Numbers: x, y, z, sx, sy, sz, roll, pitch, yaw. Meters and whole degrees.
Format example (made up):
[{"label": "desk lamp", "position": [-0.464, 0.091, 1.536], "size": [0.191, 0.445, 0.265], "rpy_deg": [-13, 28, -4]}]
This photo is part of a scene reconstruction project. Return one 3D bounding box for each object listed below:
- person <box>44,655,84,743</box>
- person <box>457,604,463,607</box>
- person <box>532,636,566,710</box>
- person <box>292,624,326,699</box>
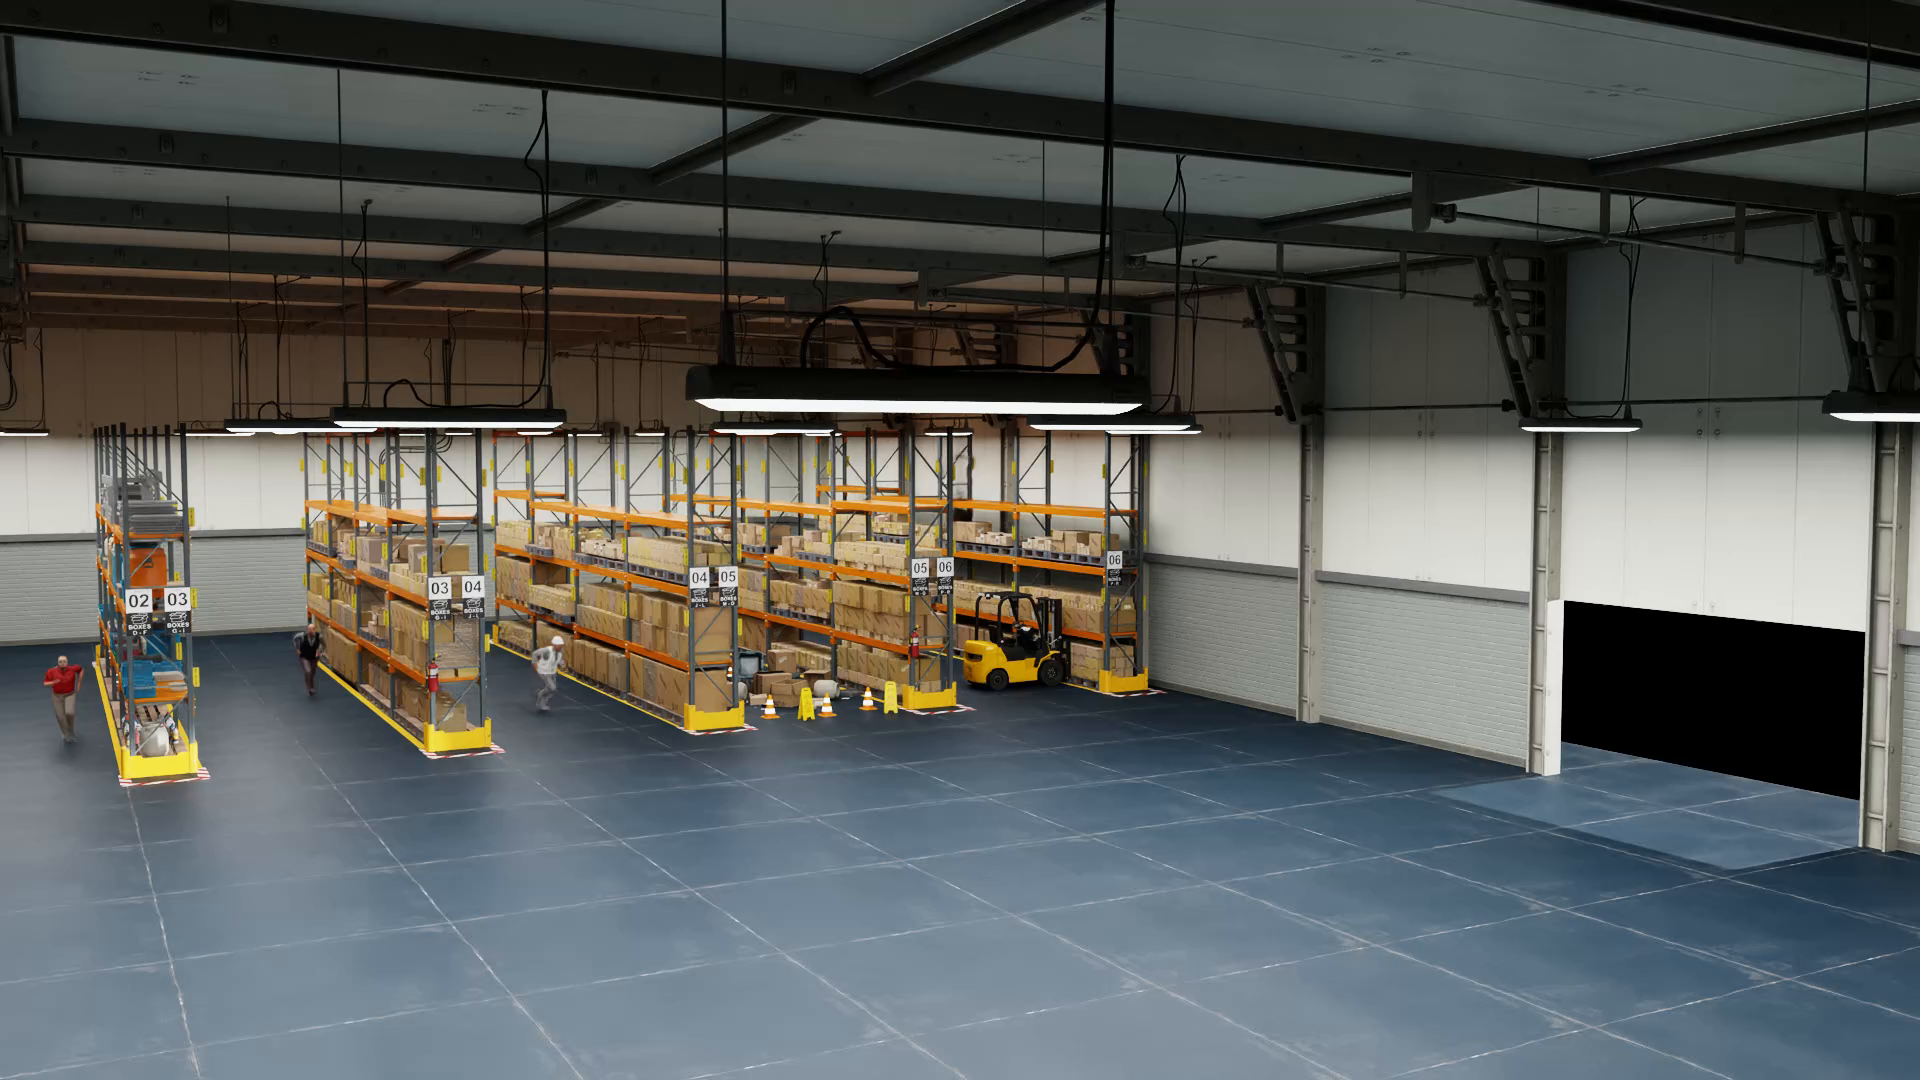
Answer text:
[{"label": "person", "position": [-16.848, 2.984, 31.287], "size": [0.640, 1.668, 0.907], "rpy_deg": [-2, 4, -24]}, {"label": "person", "position": [-13.318, 2.161, 44.571], "size": [0.682, 1.729, 0.596], "rpy_deg": [-1, 4, -15]}, {"label": "person", "position": [-8.652, 2.805, 34.973], "size": [0.866, 1.599, 0.684], "rpy_deg": [2, 4, 35]}, {"label": "person", "position": [-14.537, 2.674, 37.141], "size": [0.696, 1.680, 1.007], "rpy_deg": [-2, 4, -27]}]
